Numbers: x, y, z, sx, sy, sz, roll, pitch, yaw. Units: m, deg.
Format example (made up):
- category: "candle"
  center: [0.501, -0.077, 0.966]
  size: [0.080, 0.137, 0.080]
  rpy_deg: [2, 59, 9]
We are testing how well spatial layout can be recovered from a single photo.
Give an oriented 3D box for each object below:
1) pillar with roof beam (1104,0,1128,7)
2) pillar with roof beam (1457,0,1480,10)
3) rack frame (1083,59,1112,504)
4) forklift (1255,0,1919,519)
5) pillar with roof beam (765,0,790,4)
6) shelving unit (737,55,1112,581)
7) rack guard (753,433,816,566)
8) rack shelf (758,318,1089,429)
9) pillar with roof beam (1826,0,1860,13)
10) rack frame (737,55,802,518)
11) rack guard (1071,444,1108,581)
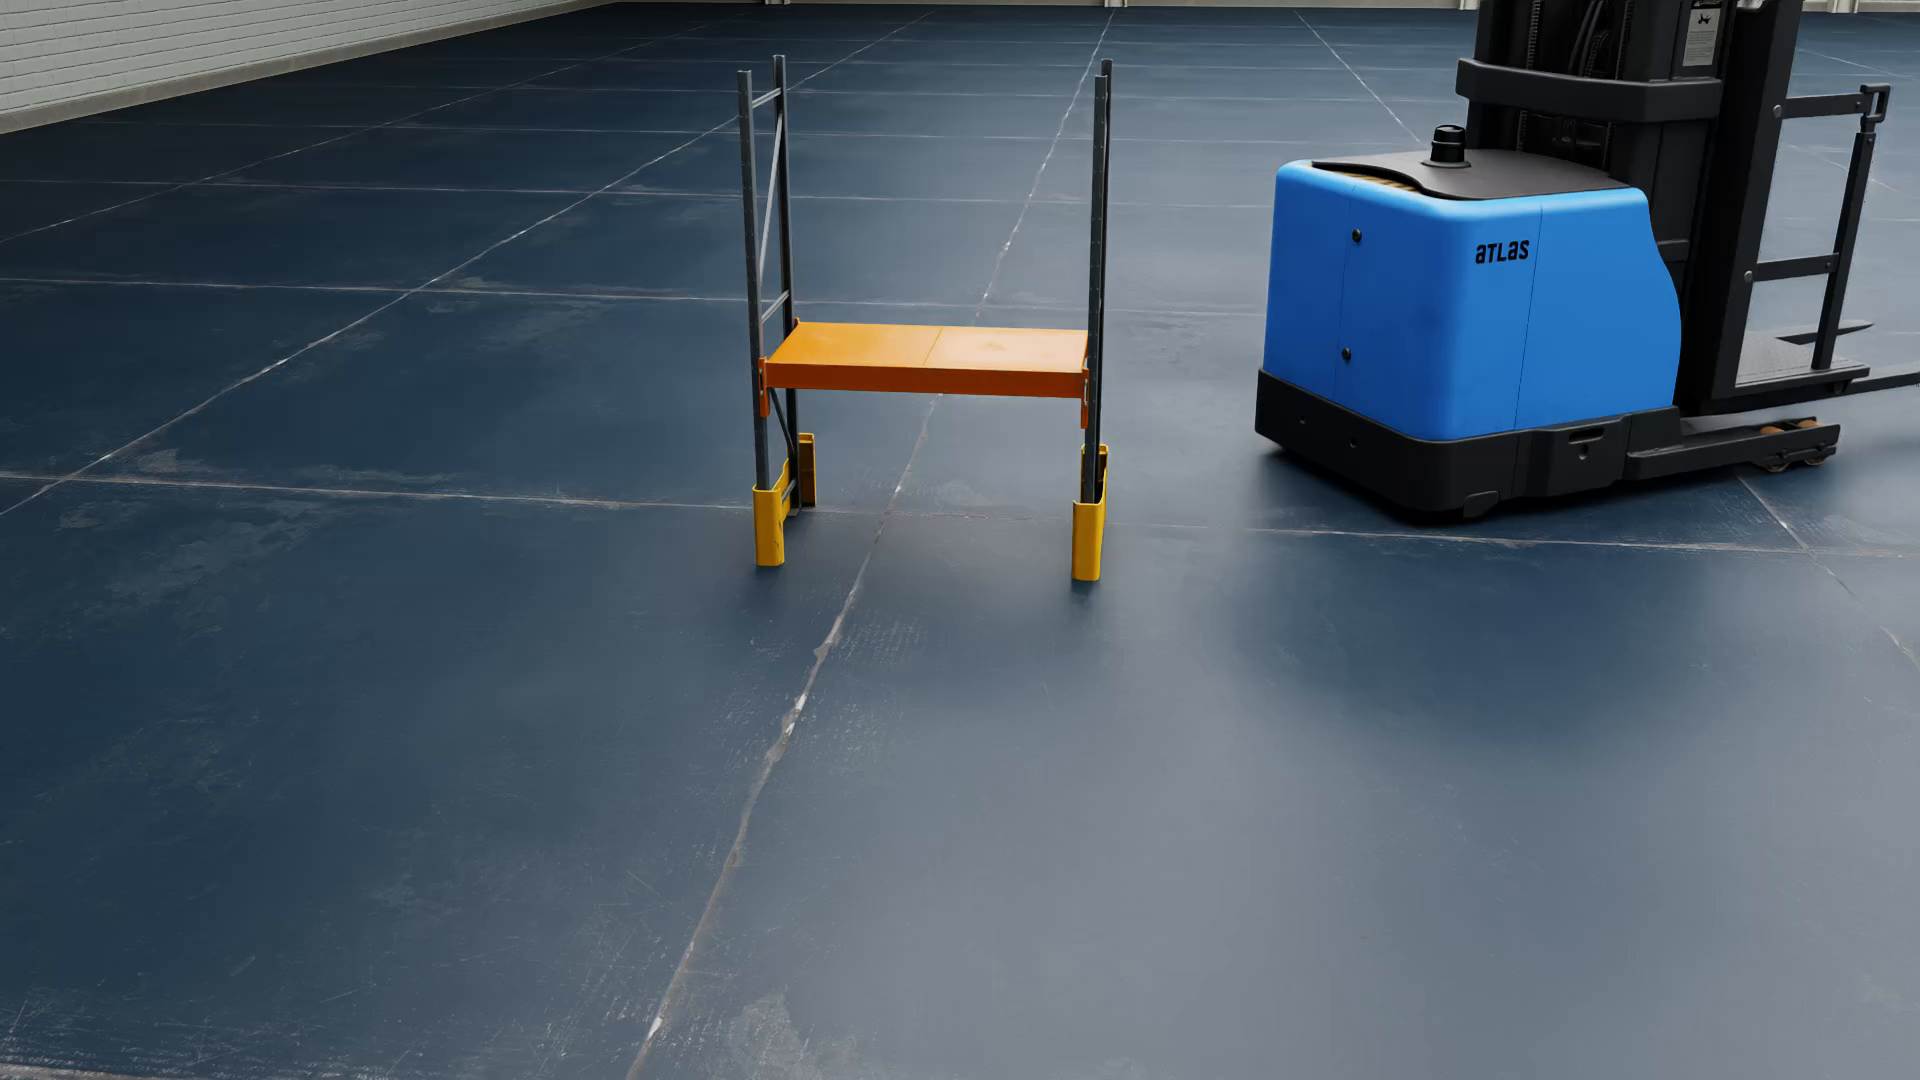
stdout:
- category: "pillar with roof beam"
  center: [2.209, -11.897, 23.294]
  size: [0.400, 9.000, 9.100]
  rpy_deg: [2, 22, 6]
- category: "pillar with roof beam"
  center: [8.167, -11.638, 22.637]
  size: [0.400, 9.000, 9.100]
  rpy_deg: [2, 22, 6]
- category: "rack frame"
  center: [0.420, -0.679, 5.118]
  size: [0.032, 1.500, 0.500]
  rpy_deg: [2, 22, 6]
- category: "forklift"
  center: [2.680, -1.776, 5.945]
  size: [3.031, 2.935, 1.130]
  rpy_deg: [-9, 23, -22]
- category: "pillar with roof beam"
  center: [-3.749, -12.157, 23.950]
  size: [0.400, 9.000, 9.100]
  rpy_deg: [2, 22, 6]
- category: "shelving unit"
  center: [-0.076, -0.701, 5.172]
  size: [1.083, 1.500, 0.587]
  rpy_deg: [2, 22, 6]
- category: "rack guard"
  center: [-0.570, -0.141, 5.457]
  size: [0.087, 0.250, 0.587]
  rpy_deg: [2, 22, 6]
- category: "rack shelf"
  center: [-0.085, -0.534, 5.240]
  size: [1.000, 0.185, 0.538]
  rpy_deg: [2, 22, 6]
- category: "pillar with roof beam"
  center: [14.125, -11.378, 21.980]
  size: [0.400, 9.000, 9.100]
  rpy_deg: [2, 22, 6]
- category: "rack frame"
  center: [-0.590, -0.723, 5.229]
  size: [0.032, 1.500, 0.500]
  rpy_deg: [2, 22, 6]
- category: "rack guard"
  center: [0.419, -0.098, 5.348]
  size: [0.087, 0.250, 0.587]
  rpy_deg: [2, 22, 6]
